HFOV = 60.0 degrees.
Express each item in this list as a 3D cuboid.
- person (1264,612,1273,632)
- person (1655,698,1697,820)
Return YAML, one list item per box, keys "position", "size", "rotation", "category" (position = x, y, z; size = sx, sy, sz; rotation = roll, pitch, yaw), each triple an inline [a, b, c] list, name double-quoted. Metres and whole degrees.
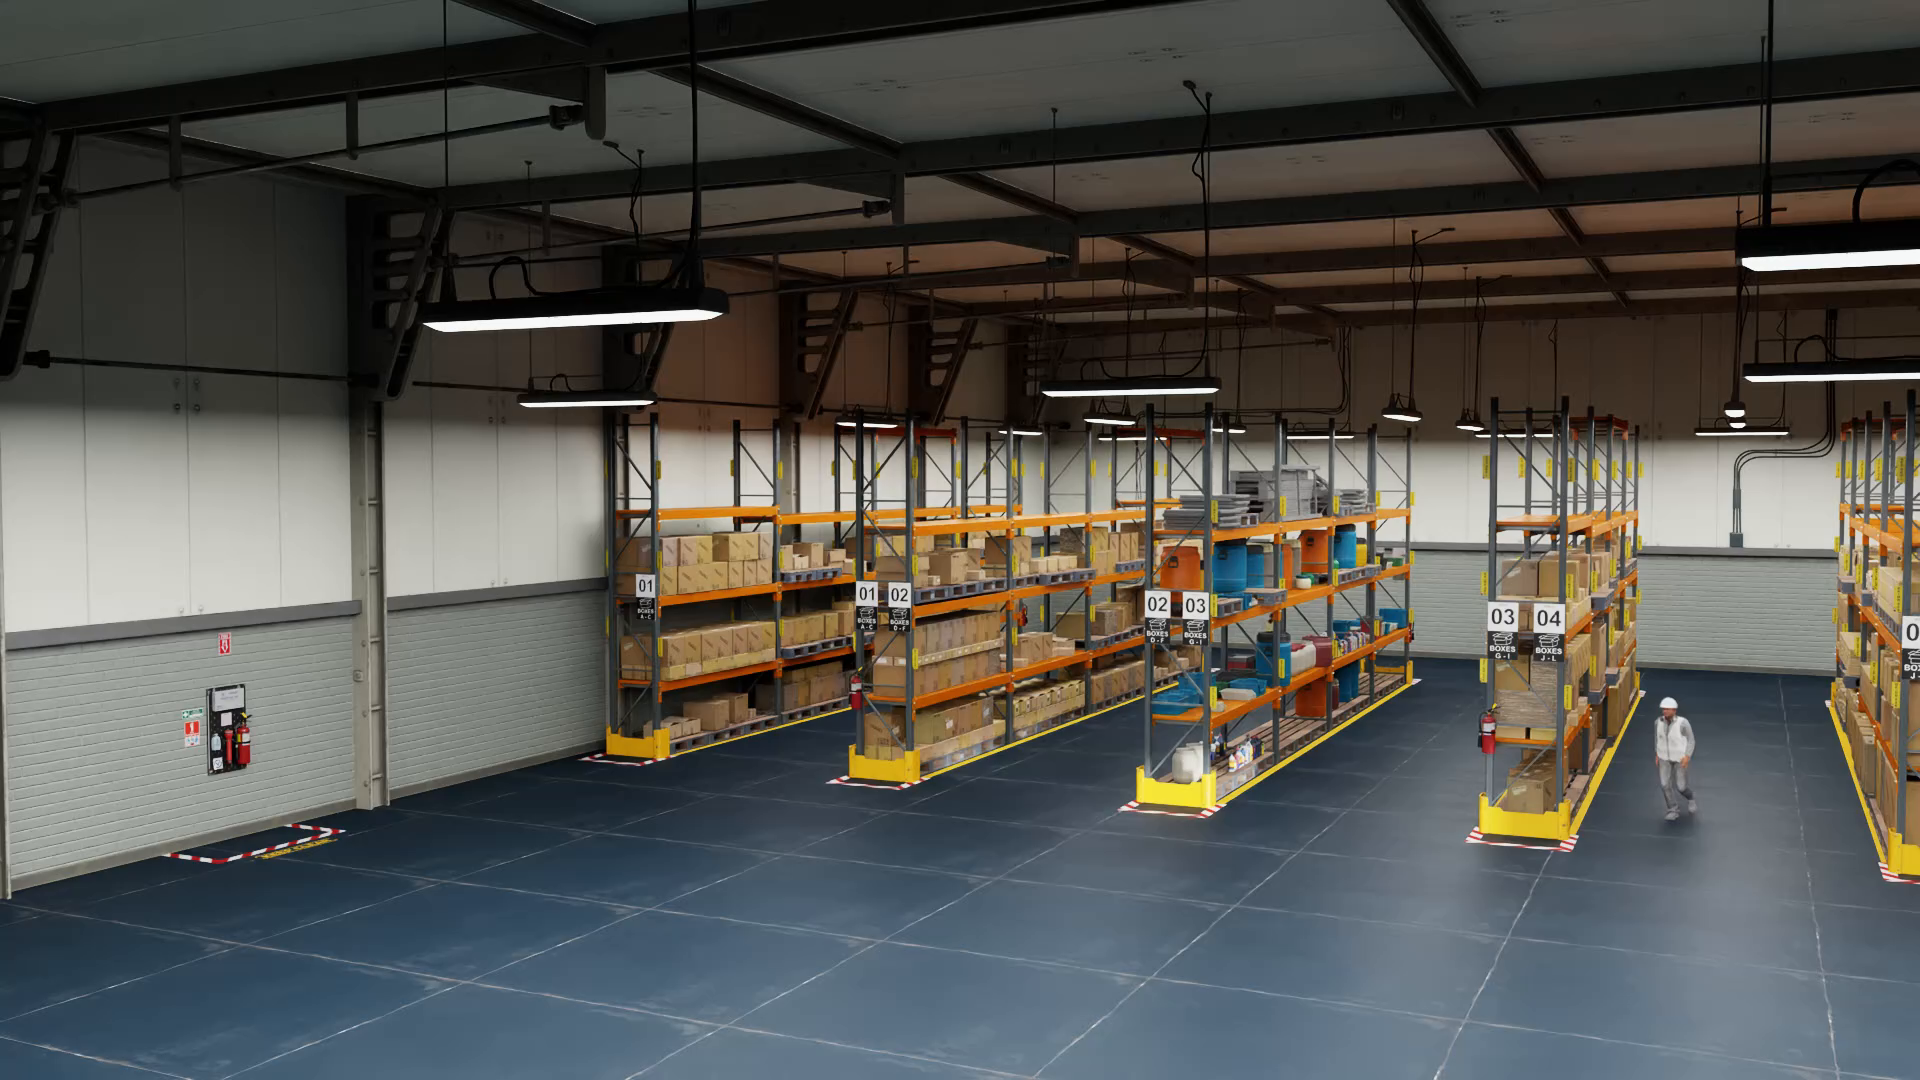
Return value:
- position: [7.384, 2.519, 39.272]
  size: [0.477, 1.668, 0.486]
  rotation: [-2, 3, -40]
  category: "person"
- position: [10.316, 3.126, 23.953]
  size: [0.700, 1.747, 0.598]
  rotation: [-2, 3, -45]
  category: "person"
